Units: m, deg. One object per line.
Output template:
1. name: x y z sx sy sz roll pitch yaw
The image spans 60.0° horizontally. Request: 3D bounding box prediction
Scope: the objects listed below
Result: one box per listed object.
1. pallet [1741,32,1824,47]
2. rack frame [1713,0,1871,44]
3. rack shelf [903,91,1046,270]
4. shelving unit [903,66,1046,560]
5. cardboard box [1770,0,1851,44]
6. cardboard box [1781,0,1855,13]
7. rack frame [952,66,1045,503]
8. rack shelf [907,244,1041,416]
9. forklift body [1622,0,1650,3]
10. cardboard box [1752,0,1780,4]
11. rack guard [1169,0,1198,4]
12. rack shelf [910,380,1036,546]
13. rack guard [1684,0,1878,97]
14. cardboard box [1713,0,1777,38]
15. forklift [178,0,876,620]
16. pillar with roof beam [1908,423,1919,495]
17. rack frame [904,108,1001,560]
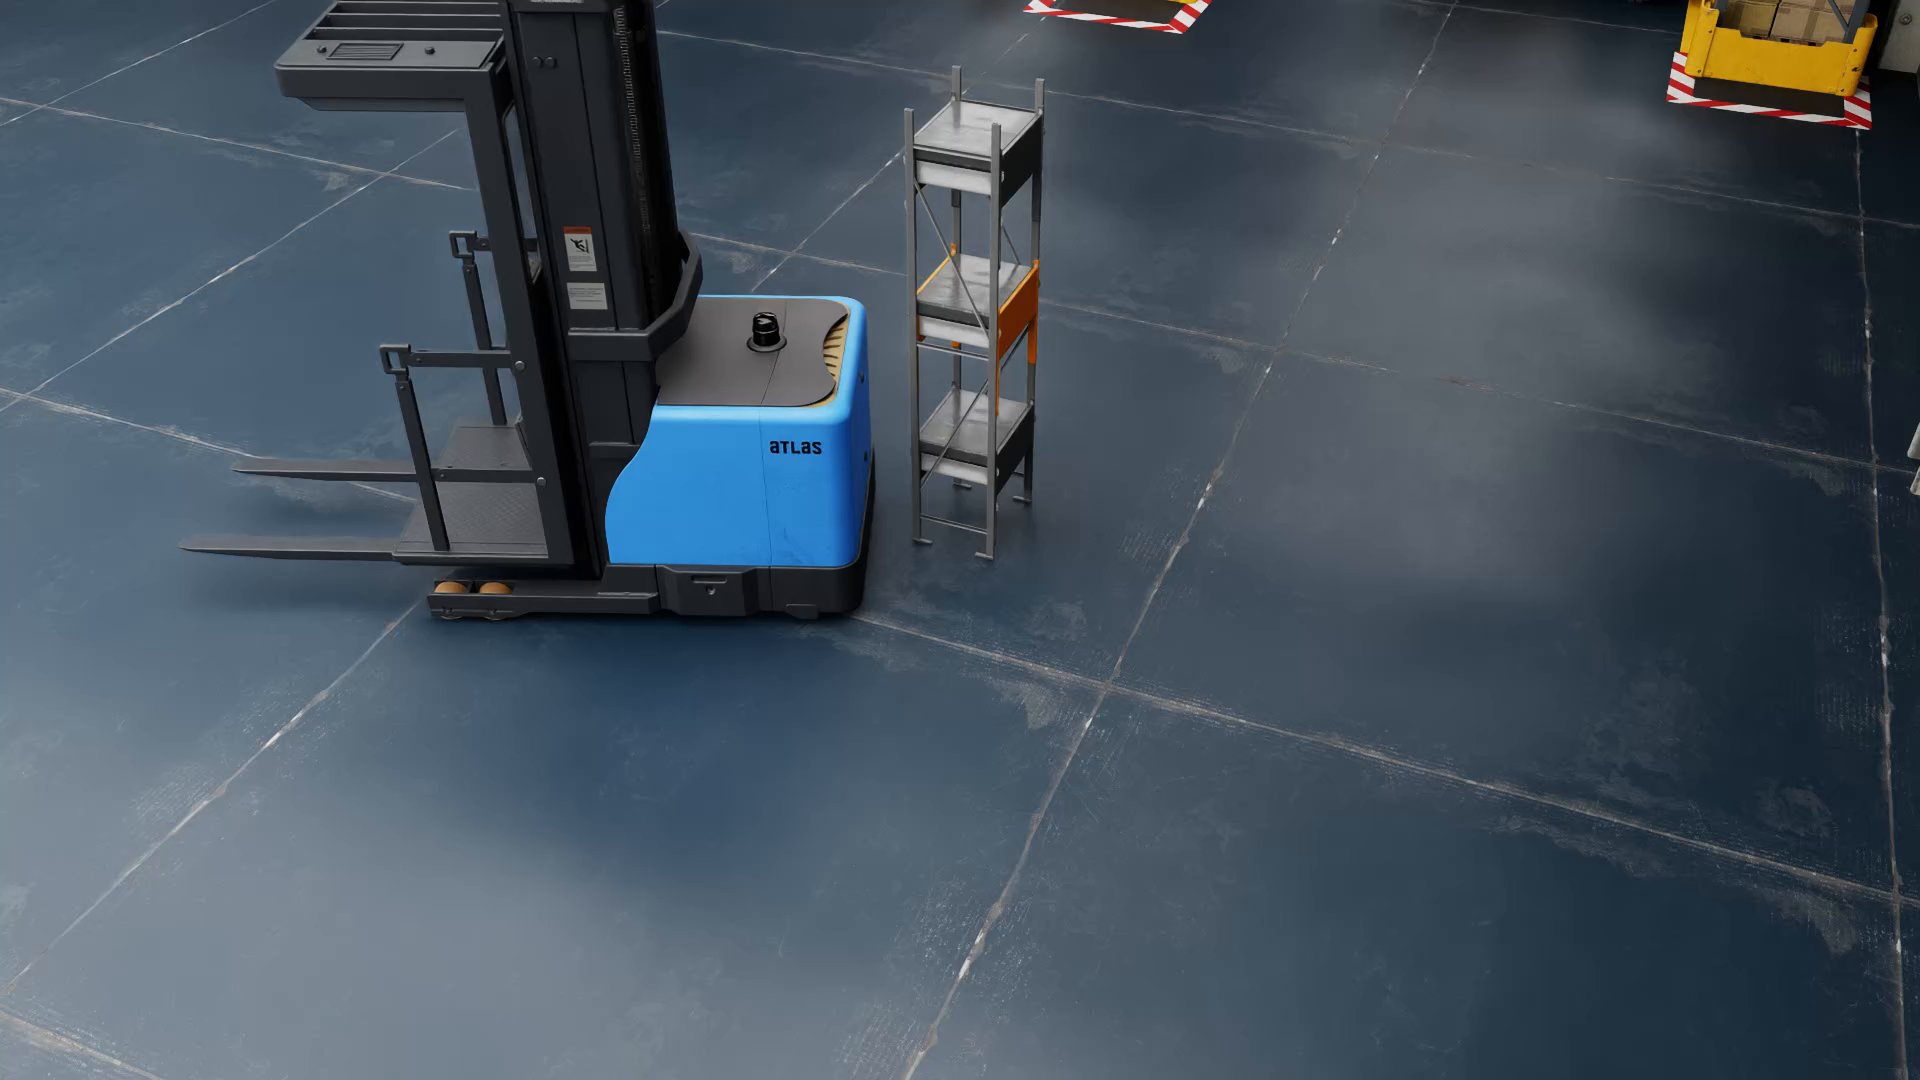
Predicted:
1. pallet: 6.261 -3.960 12.872 1.003 0.211 1.213 14 39 18
2. rack frame: 6.009 -4.644 11.458 1.000 3.000 0.127 14 39 18
3. rack shelf: 0.063 -1.482 6.833 0.431 0.518 0.480 14 39 18
4. shelving unit: 0.063 -0.933 7.244 0.431 2.100 0.503 14 39 18
5. cardboard box: 6.376 -3.939 12.460 0.500 0.250 0.500 14 39 18
6. cardboard box: 6.380 -4.124 12.291 0.500 0.250 0.500 15 39 19
7. rack frame: 0.156 -1.068 7.425 0.400 2.100 0.015 14 39 18
8. rack shelf: 0.063 -0.922 7.252 0.431 0.518 0.480 14 39 18
9. forklift body: 5.043 -5.770 13.673 2.313 2.155 1.214 14 39 18
10. cardboard box: 5.905 -4.252 12.462 0.500 0.250 0.500 13 39 17
11. rack guard: 1.446 -4.814 13.773 1.175 0.500 0.348 14 39 18
12. rack shelf: 0.063 -0.361 7.671 0.431 0.518 0.480 14 39 18
13. rack guard: 6.000 -3.630 12.189 1.175 0.500 0.348 14 39 18
14. cardboard box: 5.895 -4.043 12.600 0.500 0.250 0.500 14 39 18
15. forklift: -1.931 -1.139 6.826 3.031 2.935 1.130 1 37 1
16. pillar with roof beam: 0.843 -4.886 6.771 9.100 9.000 0.400 14 39 18
17. rack frame: -0.030 -0.798 7.063 0.400 2.100 0.015 14 39 18
